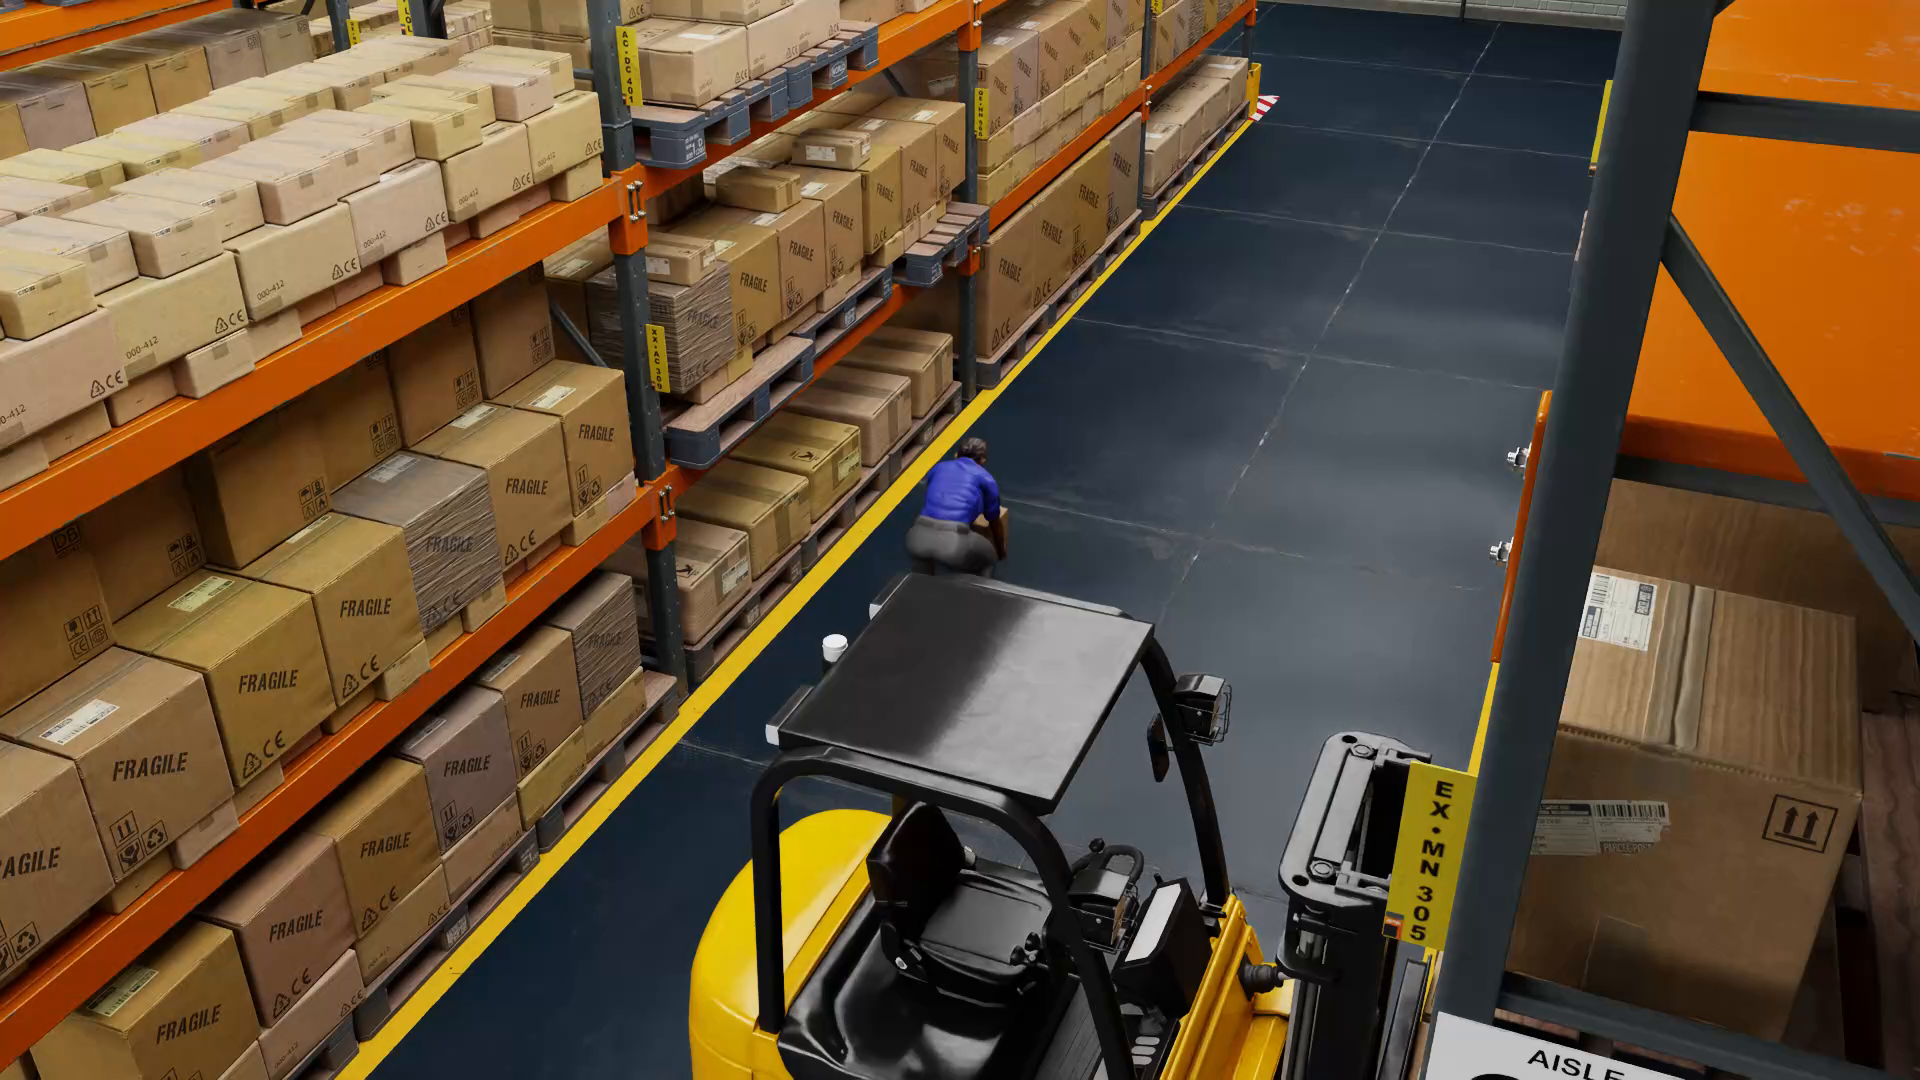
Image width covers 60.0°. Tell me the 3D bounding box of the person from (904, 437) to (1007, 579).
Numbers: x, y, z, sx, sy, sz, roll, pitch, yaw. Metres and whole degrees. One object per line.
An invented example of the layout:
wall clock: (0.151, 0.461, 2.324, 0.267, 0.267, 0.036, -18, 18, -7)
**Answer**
person: (-0.025, 0.000, 9.121, 0.472, 0.944, 0.865, 10, 31, 17)
